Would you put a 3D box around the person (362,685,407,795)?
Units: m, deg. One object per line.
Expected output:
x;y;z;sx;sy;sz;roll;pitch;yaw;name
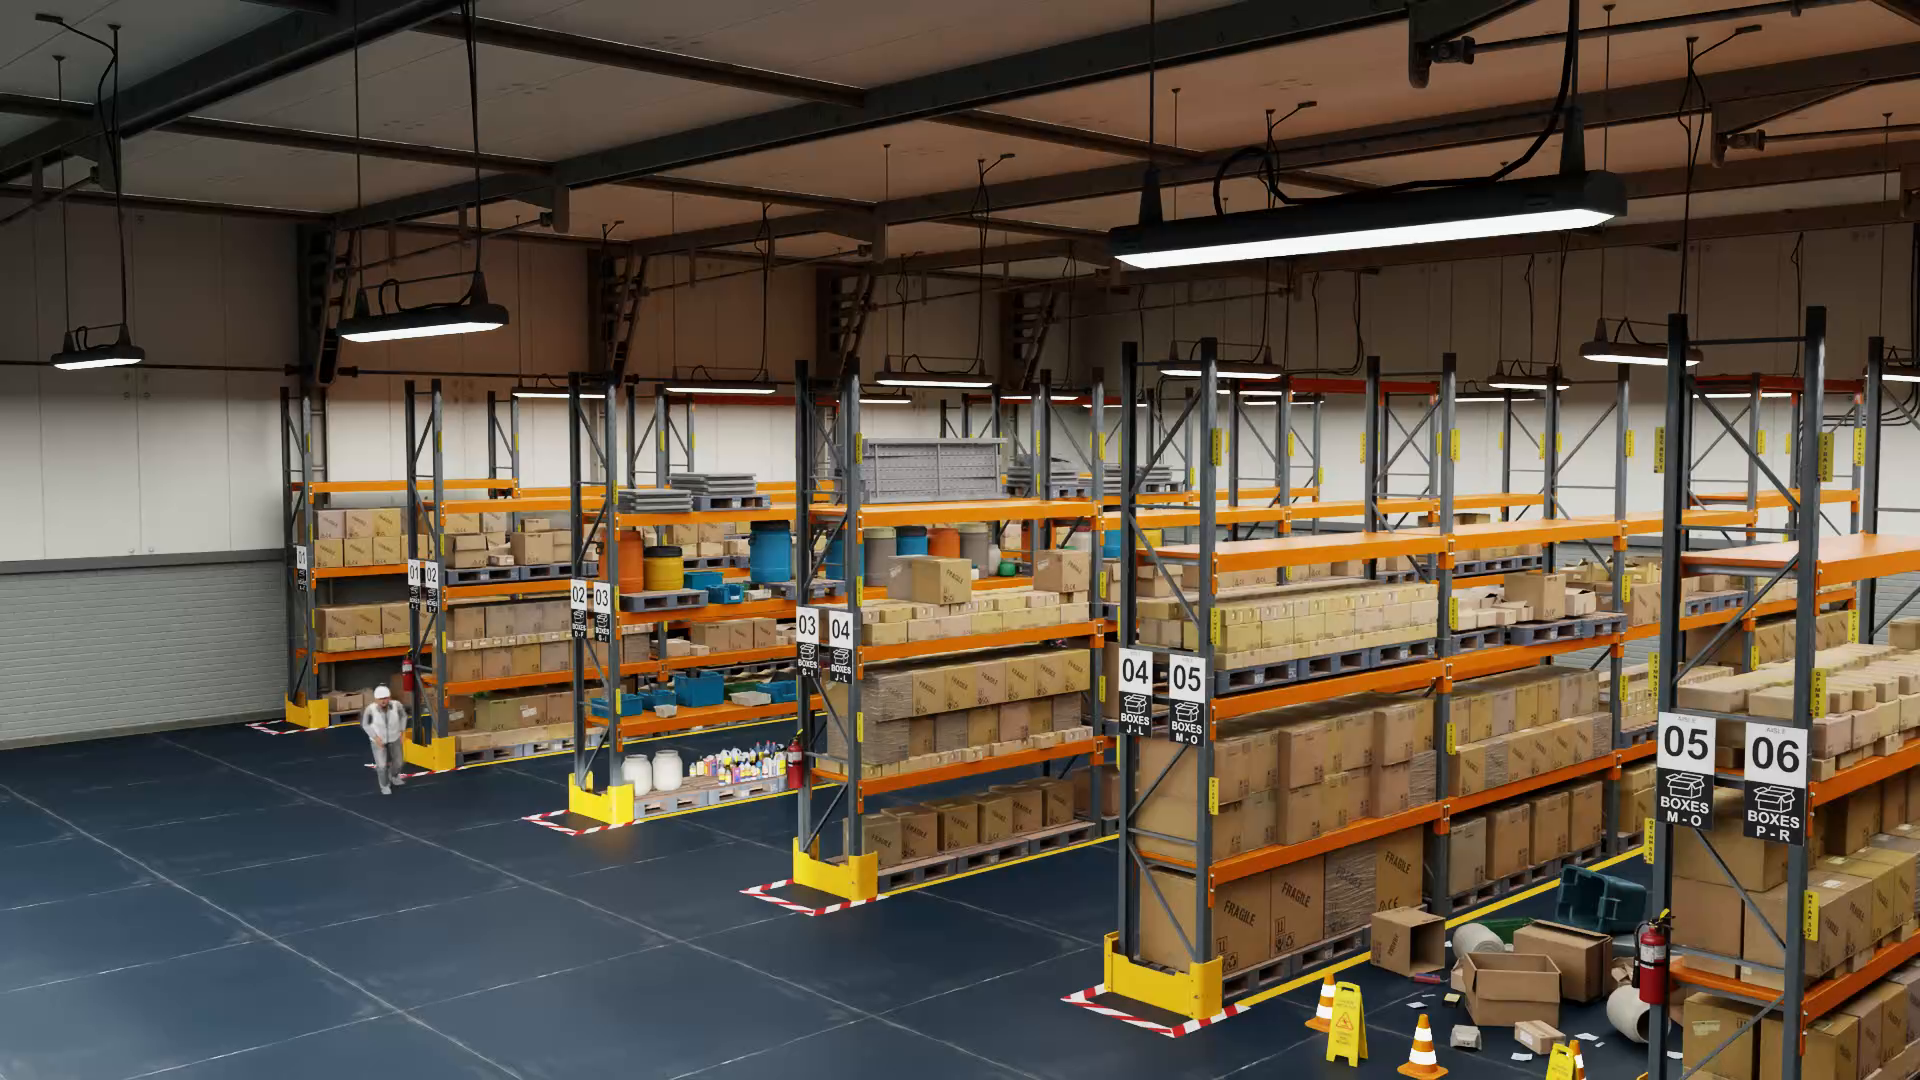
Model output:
-8.209;2.840;23.755;0.645;1.619;0.928;-2;4;-29;person

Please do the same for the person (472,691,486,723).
-8.546;2.403;29.515;0.689;1.753;0.986;1;4;16;person
